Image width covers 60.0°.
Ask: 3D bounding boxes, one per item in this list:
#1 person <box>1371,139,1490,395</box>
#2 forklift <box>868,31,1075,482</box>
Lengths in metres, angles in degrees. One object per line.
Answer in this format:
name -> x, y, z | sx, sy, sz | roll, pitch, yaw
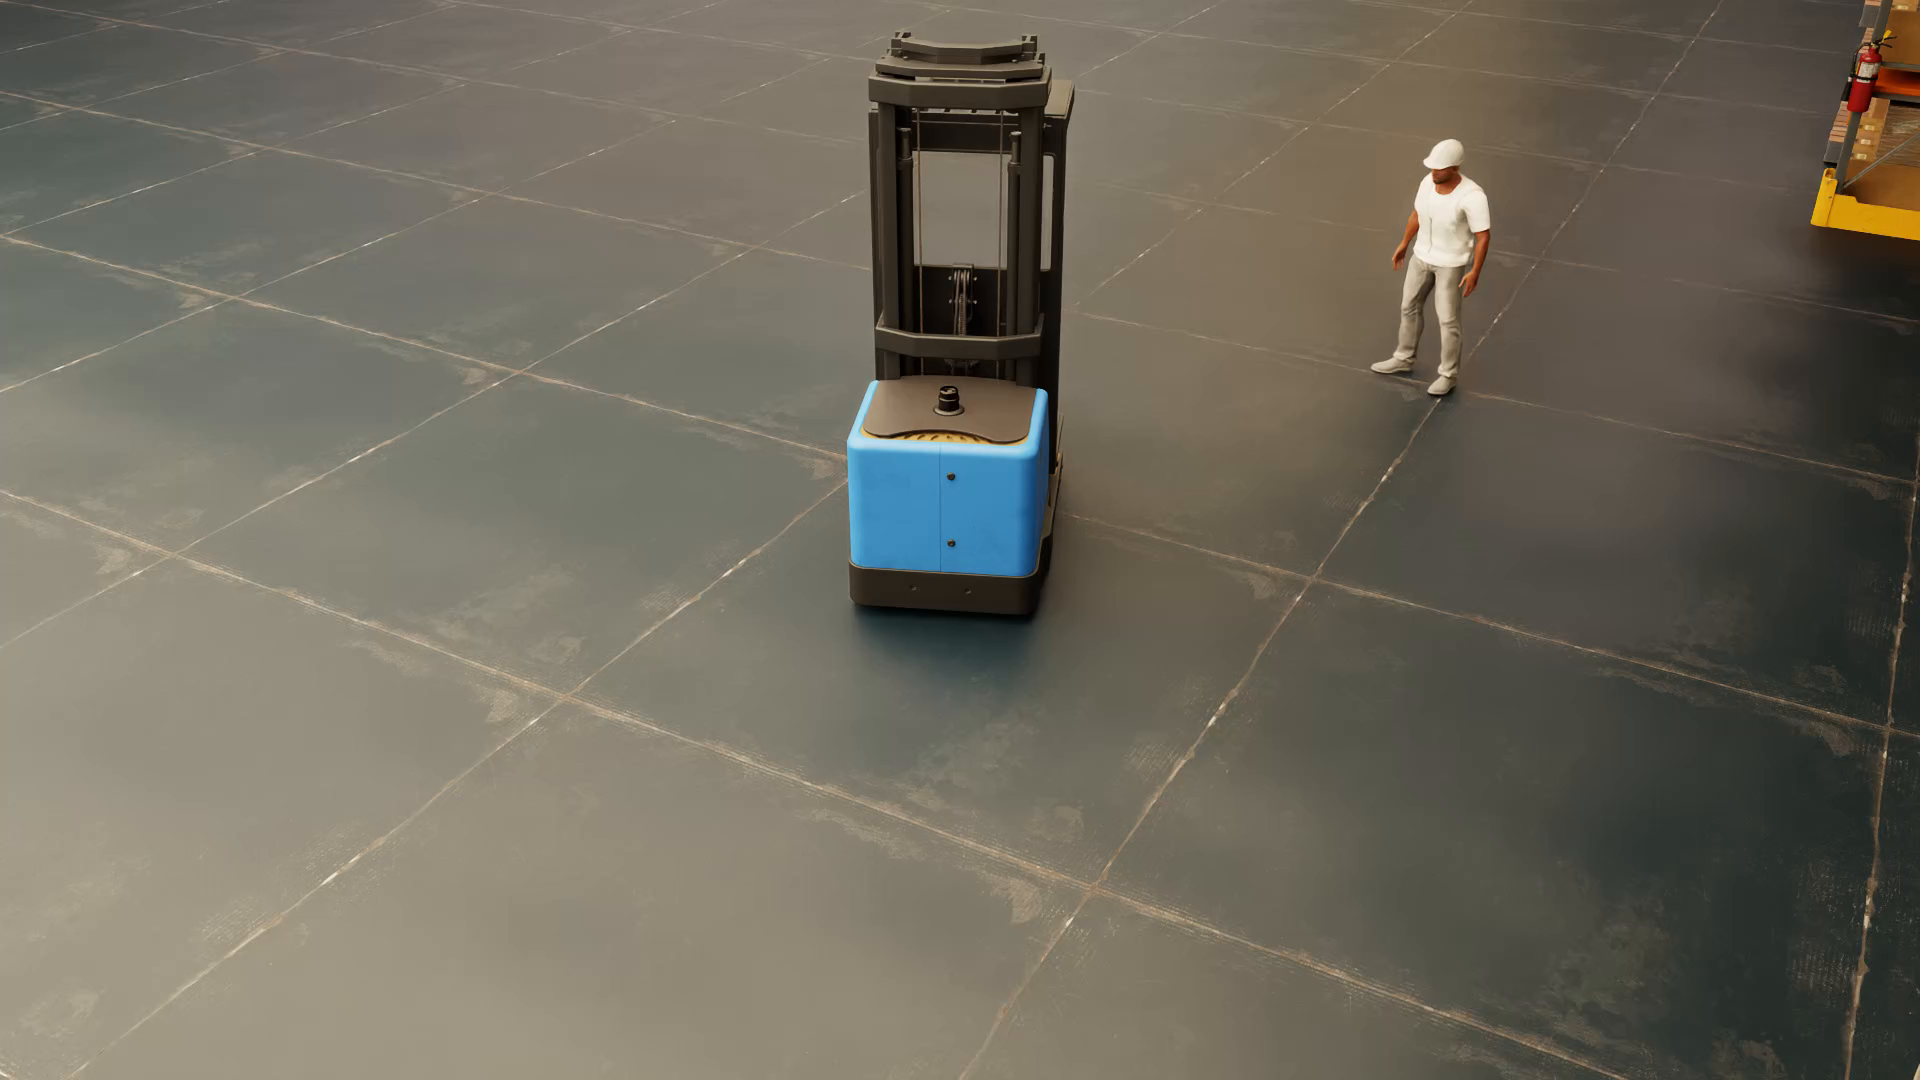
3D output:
person -> 3.314, -1.943, 11.606 | 0.462, 1.765, 0.679 | -18, 35, -29
forklift -> 0.076, -1.571, 9.793 | 1.121, 2.935, 3.031 | 3, 30, 6
